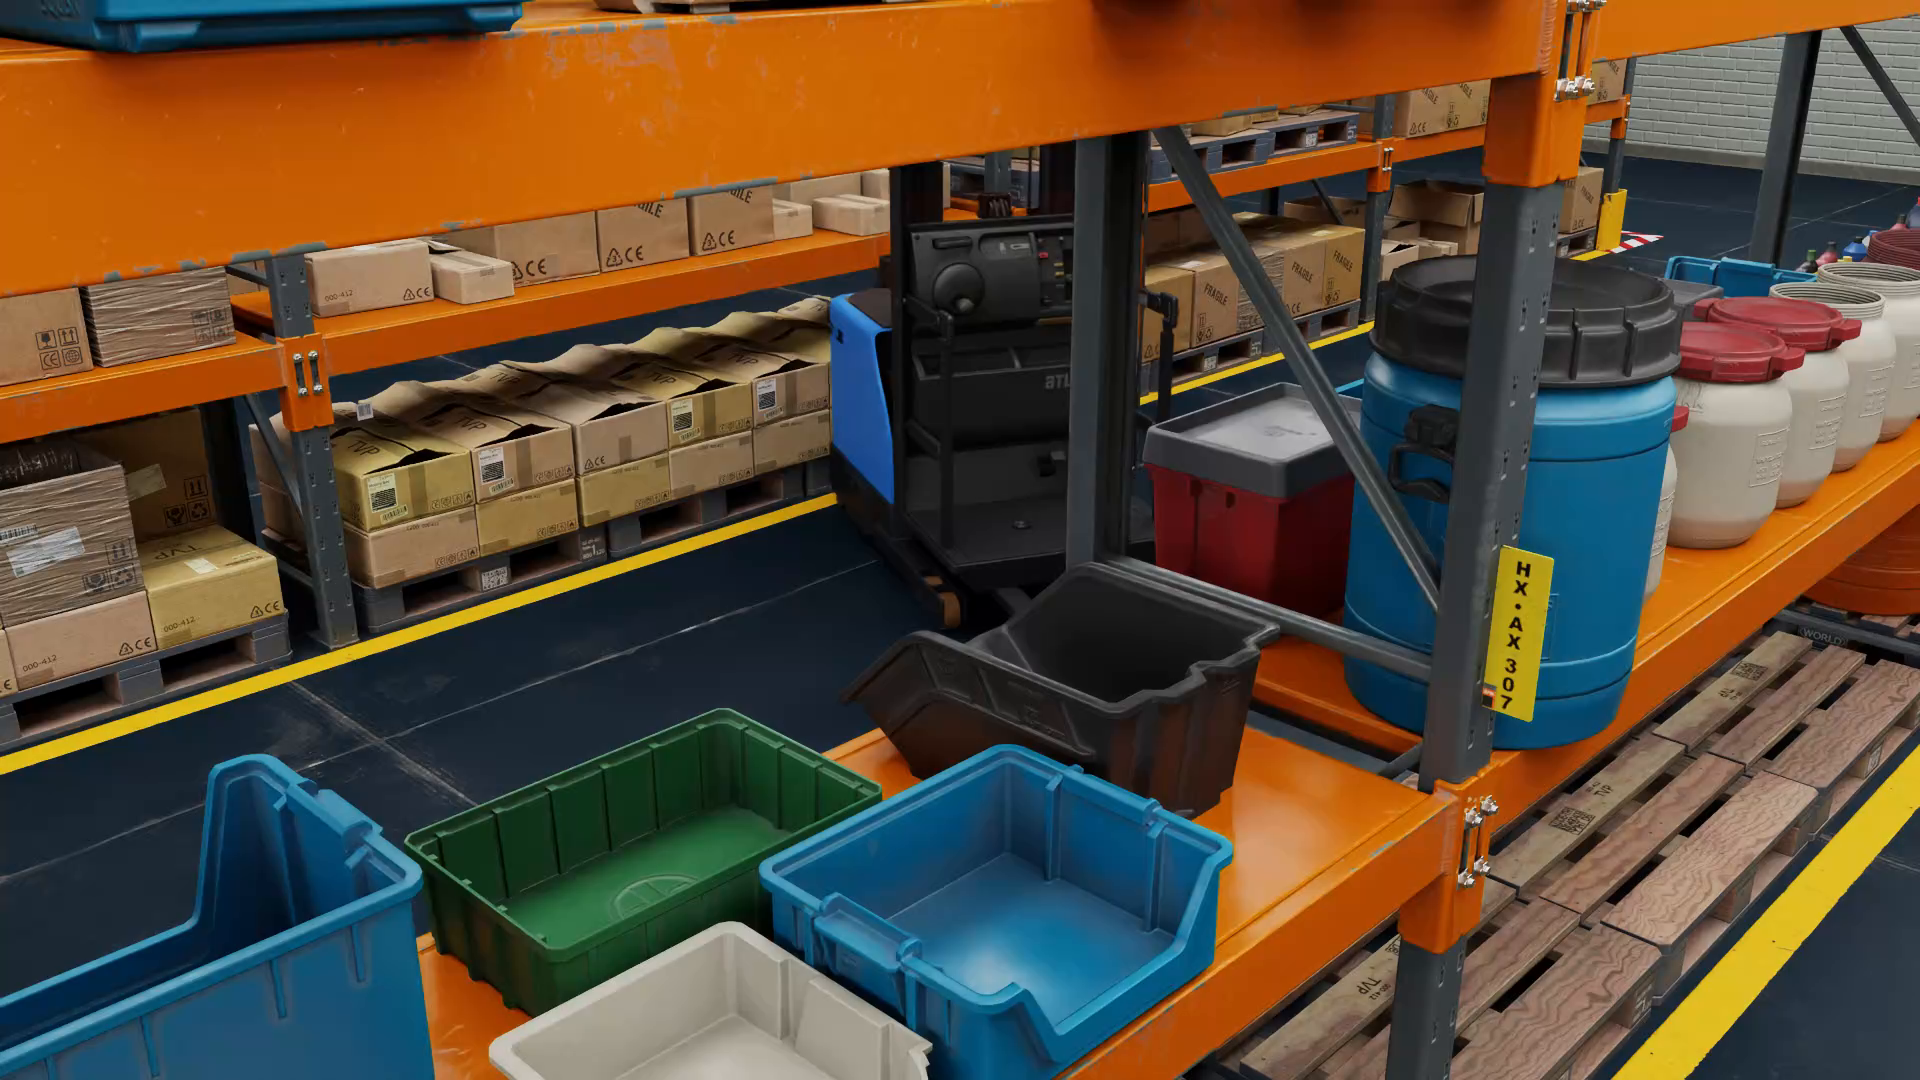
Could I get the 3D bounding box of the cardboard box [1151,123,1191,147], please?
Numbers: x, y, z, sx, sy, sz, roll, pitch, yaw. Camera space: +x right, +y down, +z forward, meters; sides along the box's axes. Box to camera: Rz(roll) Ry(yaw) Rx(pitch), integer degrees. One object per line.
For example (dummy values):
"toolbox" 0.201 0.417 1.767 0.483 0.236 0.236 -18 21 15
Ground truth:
"cardboard box" 1.014 -2.727 10.264 0.500 0.500 0.700 -14 25 -32

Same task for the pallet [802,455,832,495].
"pallet" -0.721 -0.603 9.350 1.003 0.211 1.213 19 28 41

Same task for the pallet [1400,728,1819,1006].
"pallet" 2.008 0.937 5.343 1.003 0.211 1.213 19 28 41

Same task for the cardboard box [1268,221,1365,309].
"cardboard box" 2.532 -1.975 11.903 0.500 0.500 0.500 19 28 40

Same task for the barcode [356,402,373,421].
"barcode" -2.433 -0.527 6.797 0.001 0.075 0.075 19 28 41

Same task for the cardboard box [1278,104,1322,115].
"cardboard box" 2.181 -3.312 11.786 0.700 0.500 0.500 9 23 23

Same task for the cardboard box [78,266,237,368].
"cardboard box" -3.215 -1.010 6.381 0.700 0.500 0.500 18 28 39

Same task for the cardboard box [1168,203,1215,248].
"cardboard box" 1.462 -2.203 11.452 0.500 0.250 0.500 19 28 41

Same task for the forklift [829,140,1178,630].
"forklift" 0.317 -1.150 6.982 1.130 2.935 3.031 -7 22 -19

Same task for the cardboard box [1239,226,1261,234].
"cardboard box" 1.795 -1.970 11.891 0.500 0.500 0.500 -20 28 -41

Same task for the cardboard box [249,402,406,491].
"cardboard box" -2.832 -0.429 7.475 0.500 0.311 0.500 19 28 41

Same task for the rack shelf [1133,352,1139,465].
"rack shelf" 0.723 -0.725 9.024 0.480 0.518 0.431 2 21 6

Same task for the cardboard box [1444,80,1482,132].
"cardboard box" 3.577 -3.377 12.540 0.500 0.500 0.500 -20 28 -41

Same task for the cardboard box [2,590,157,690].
"cardboard box" -3.432 0.309 6.338 0.500 0.250 0.500 19 28 41

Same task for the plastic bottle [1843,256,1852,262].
"plastic bottle" 3.726 -1.094 7.016 0.097 0.201 0.097 0 21 0

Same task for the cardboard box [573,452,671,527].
"cardboard box" -1.734 -0.298 7.916 0.500 0.250 0.500 18 28 39

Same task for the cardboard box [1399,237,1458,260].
"cardboard box" 3.715 -2.297 13.205 0.380 0.166 0.250 19 28 41

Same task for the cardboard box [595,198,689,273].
"cardboard box" -1.645 -1.583 7.872 0.500 0.500 0.500 19 28 41

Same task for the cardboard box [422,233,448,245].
"cardboard box" -4.136 -2.186 12.452 0.500 0.500 0.700 -20 29 -41

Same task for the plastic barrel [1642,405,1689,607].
"plastic barrel" 1.461 -0.092 3.945 0.433 0.535 0.433 0 21 0

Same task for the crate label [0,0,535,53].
"crate label" -0.611 -0.539 1.322 0.502 0.251 0.408 19 28 41

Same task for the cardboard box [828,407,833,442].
"cardboard box" -0.668 -0.690 8.935 0.500 0.250 0.500 19 28 40

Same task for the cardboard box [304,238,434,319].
"cardboard box" -2.597 -1.146 7.085 0.500 0.250 0.500 -18 27 -39

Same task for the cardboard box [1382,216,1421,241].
"cardboard box" 3.389 -2.496 13.521 0.500 0.311 0.500 19 28 41

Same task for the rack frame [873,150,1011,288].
"rack frame" -0.119 -2.107 9.375 1.000 3.000 0.127 19 28 41

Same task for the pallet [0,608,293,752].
"pallet" -3.494 0.417 6.696 1.003 0.211 1.213 19 28 41

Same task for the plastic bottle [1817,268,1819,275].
"plastic bottle" 3.497 -1.009 6.796 0.097 0.201 0.097 0 21 0

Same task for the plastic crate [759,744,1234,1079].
"plastic crate" 0.059 0.584 2.582 0.499 0.251 0.616 19 28 41

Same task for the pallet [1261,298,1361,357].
"pallet" 2.131 -1.615 11.982 1.003 0.211 1.213 19 28 41

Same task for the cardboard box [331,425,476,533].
"cardboard box" -2.443 -0.297 7.132 0.500 0.311 0.500 19 28 41

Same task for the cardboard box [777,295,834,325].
"cardboard box" -0.695 -1.220 9.533 0.500 0.311 0.500 -19 28 -40

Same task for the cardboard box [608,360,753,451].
"cardboard box" -1.371 -0.692 8.161 0.500 0.311 0.500 -19 28 -41

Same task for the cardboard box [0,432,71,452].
"cardboard box" -3.801 -0.170 6.538 0.500 0.500 0.500 19 28 41

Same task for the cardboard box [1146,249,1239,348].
"cardboard box" 1.478 -1.590 10.901 0.500 0.500 0.500 18 27 39

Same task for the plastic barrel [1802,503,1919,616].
"plastic barrel" 3.756 -0.179 6.799 0.600 0.830 0.708 19 28 41

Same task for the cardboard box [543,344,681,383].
"cardboard box" -1.771 -0.820 8.493 0.500 0.311 0.500 19 28 40

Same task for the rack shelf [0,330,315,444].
"rack shelf" -4.305 -0.229 5.491 1.077 0.370 4.000 19 28 41

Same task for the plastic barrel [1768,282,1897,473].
"plastic barrel" 2.569 -0.492 5.018 0.421 0.512 0.421 0 21 0

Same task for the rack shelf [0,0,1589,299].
"rack shelf" -0.758 -0.388 1.725 1.077 0.370 4.000 19 28 41

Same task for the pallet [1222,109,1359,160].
"pallet" 2.036 -2.867 11.621 1.003 0.211 1.213 19 28 41

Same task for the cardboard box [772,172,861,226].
"cardboard box" -0.882 -1.884 8.919 0.500 0.311 0.500 19 28 40

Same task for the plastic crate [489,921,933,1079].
"plastic crate" -0.314 0.766 2.268 0.530 0.136 0.437 19 28 41

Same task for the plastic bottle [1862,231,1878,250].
"plastic bottle" 3.930 -1.201 7.199 0.097 0.271 0.097 0 21 0

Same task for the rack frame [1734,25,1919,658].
"rack frame" 3.427 -0.866 6.147 1.000 3.000 0.127 19 28 41

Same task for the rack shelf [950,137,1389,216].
"rack shelf" 1.276 -2.285 10.842 1.077 0.370 4.000 19 28 41

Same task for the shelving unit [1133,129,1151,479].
"shelving unit" 0.723 -1.391 8.768 0.503 2.100 0.431 2 21 6

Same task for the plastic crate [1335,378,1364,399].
"plastic crate" 1.183 -0.192 4.415 0.392 0.384 0.575 19 28 41

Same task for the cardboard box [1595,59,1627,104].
"cardboard box" 5.344 -4.027 14.231 0.500 0.500 0.500 -19 28 -40
